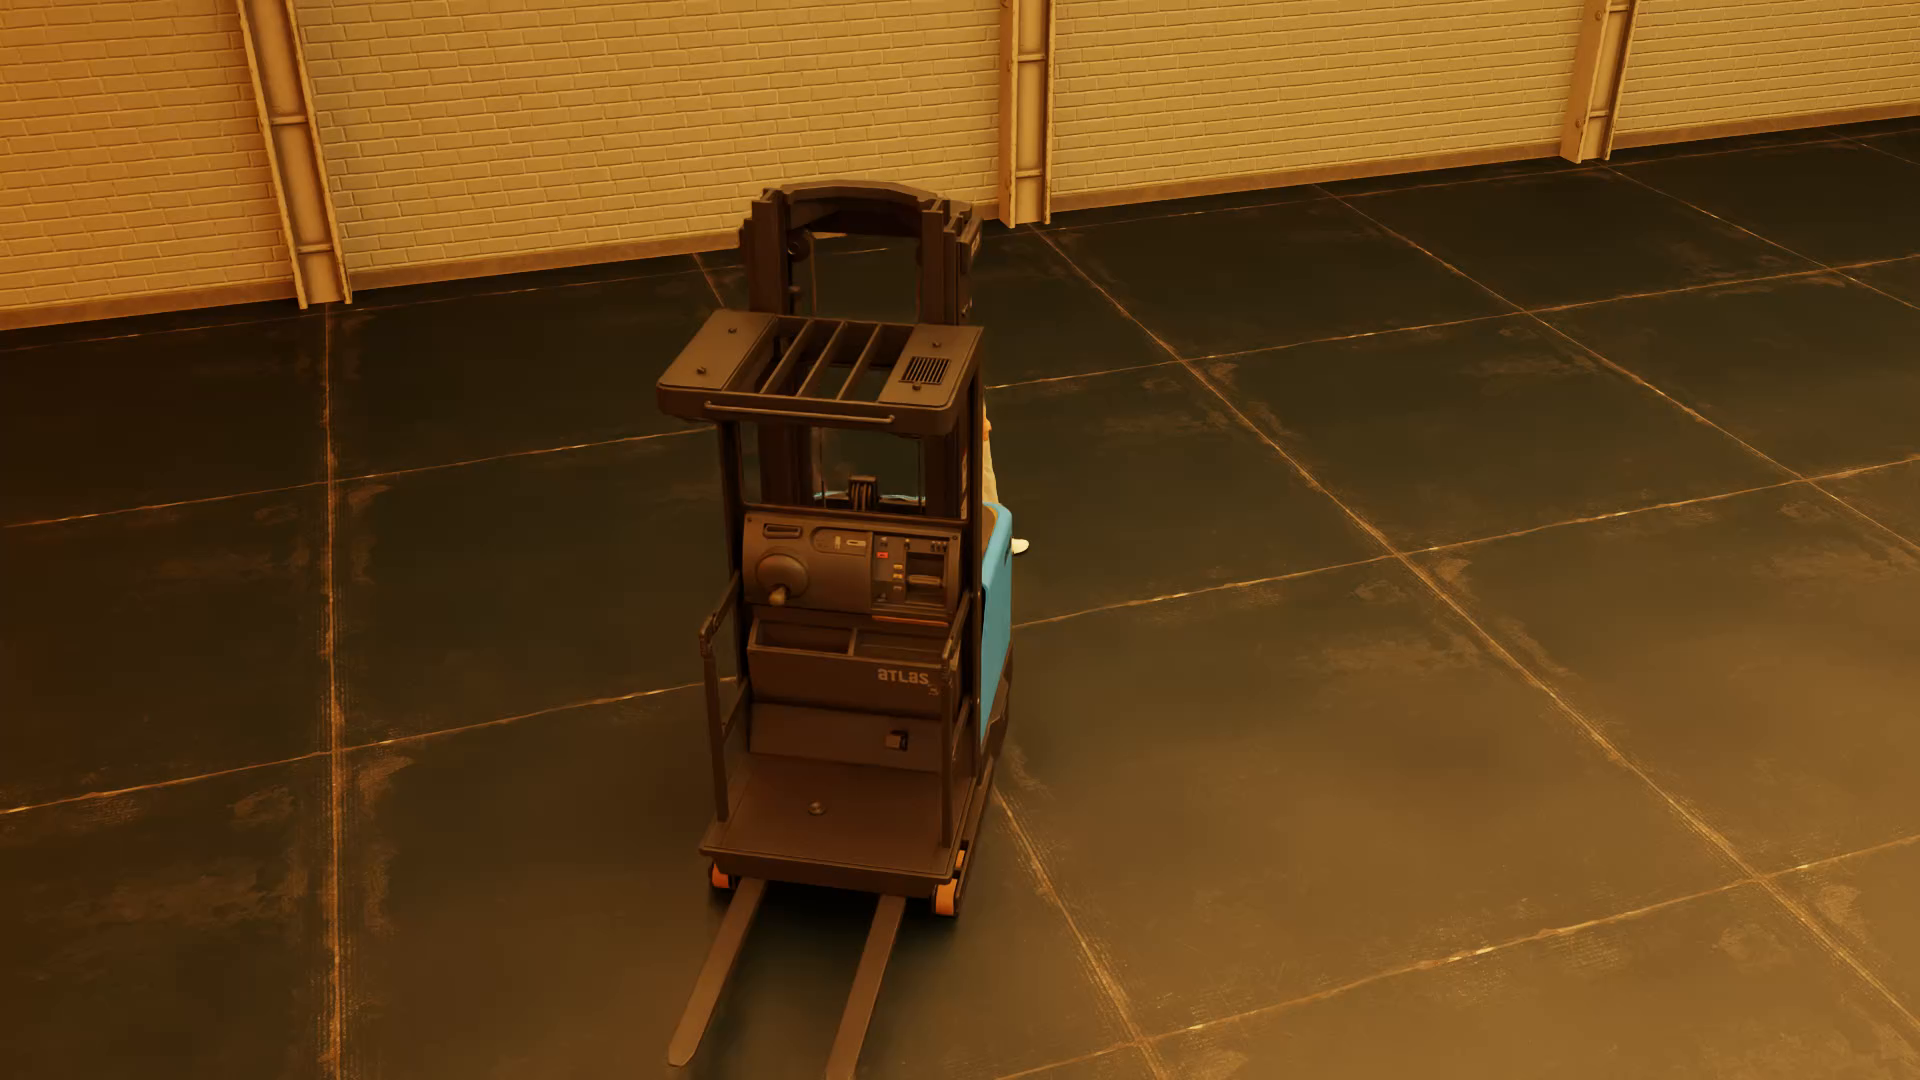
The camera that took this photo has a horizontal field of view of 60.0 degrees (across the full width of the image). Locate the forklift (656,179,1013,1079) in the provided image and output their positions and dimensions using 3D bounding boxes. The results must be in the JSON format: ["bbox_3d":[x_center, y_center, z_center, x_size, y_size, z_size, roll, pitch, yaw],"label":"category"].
[{"bbox_3d":[-0.494,0.160,6.809,1.130,2.935,3.031,5,30,9],"label":"forklift"}]

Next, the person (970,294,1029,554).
[{"bbox_3d":[0.074,-0.738,9.613,0.549,1.675,0.549,-10,31,-16],"label":"person"}]
